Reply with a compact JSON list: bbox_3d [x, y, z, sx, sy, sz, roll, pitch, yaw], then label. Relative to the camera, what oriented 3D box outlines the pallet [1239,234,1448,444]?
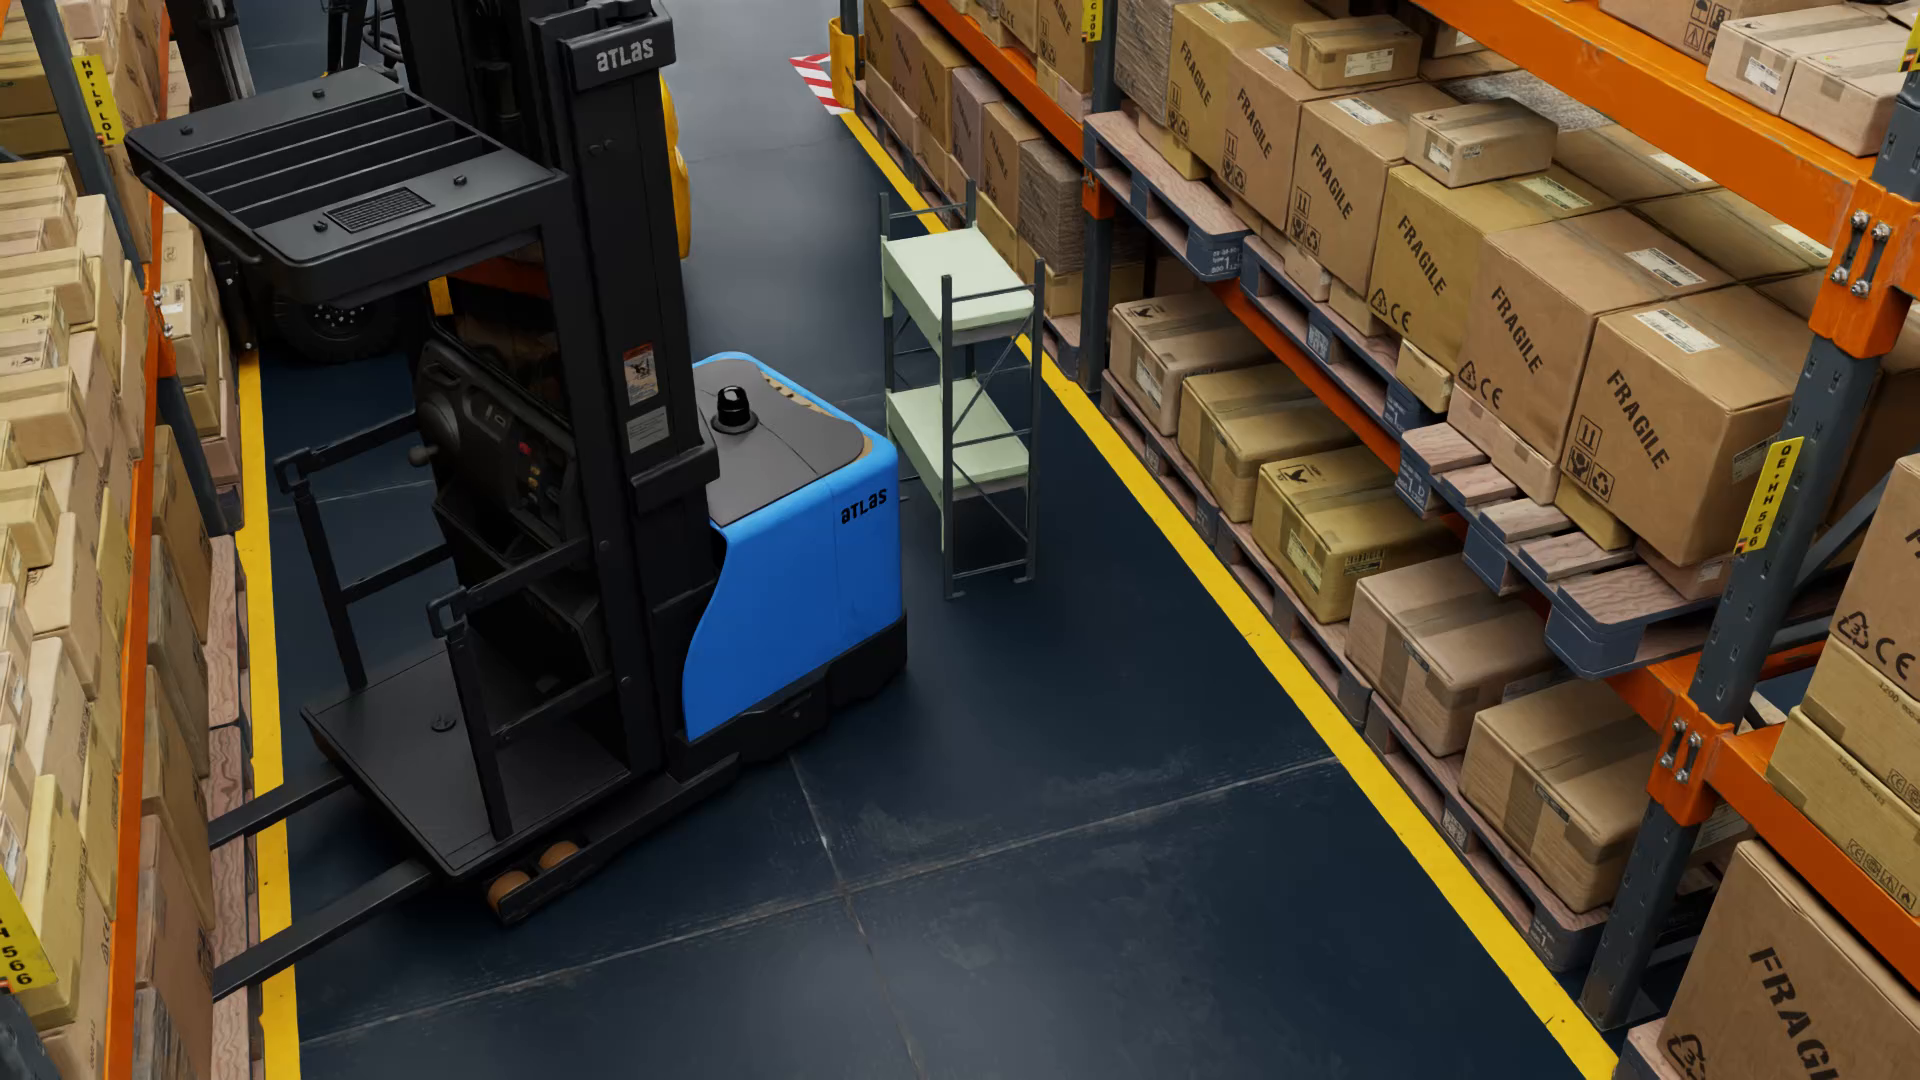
[{"bbox_3d":[1.732,-0.824,6.010,1.003,0.211,1.213,-12,39,-16],"label":"pallet"}]

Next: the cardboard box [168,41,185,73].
[{"bbox_3d":[-4.509,-2.554,9.252,0.500,0.250,0.500,-11,38,-14],"label":"cardboard box"}]

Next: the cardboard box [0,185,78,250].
[{"bbox_3d":[-3.152,-1.031,5.503,0.380,0.149,0.250,-13,39,-17],"label":"cardboard box"}]

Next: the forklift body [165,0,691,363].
[{"bbox_3d":[-2.595,-2.248,8.447,2.313,2.155,1.214,-12,39,-16],"label":"forklift body"}]

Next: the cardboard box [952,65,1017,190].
[{"bbox_3d":[0.266,-2.273,9.088,0.500,0.500,0.500,-10,38,-14],"label":"cardboard box"}]

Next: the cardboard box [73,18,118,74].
[{"bbox_3d":[-3.668,-1.996,6.785,0.380,0.149,0.250,-12,39,-15],"label":"cardboard box"}]

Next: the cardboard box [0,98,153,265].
[{"bbox_3d":[-3.492,-1.365,6.487,0.500,0.500,0.500,-13,39,-17],"label":"cardboard box"}]

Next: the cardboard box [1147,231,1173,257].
[{"bbox_3d":[1.126,-1.809,8.471,0.500,0.500,0.500,-11,38,-14],"label":"cardboard box"}]

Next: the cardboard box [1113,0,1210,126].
[{"bbox_3d":[0.967,-2.053,6.803,0.500,0.500,0.500,-12,38,-15],"label":"cardboard box"}]

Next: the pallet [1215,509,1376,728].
[{"bbox_3d":[1.768,0.193,6.818,1.003,0.211,1.213,-12,39,-16],"label":"pallet"}]

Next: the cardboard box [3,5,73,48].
[{"bbox_3d":[-3.686,-1.951,6.478,0.380,0.149,0.250,-13,39,-17],"label":"cardboard box"}]

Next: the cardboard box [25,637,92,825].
[{"bbox_3d":[-2.302,0.515,3.783,0.500,0.250,0.500,-11,38,-15],"label":"cardboard box"}]

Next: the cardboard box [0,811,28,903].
[{"bbox_3d":[-2.041,0.699,3.207,0.380,0.149,0.250,-11,38,-15],"label":"cardboard box"}]

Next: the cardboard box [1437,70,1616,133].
[{"bbox_3d":[1.974,-1.295,5.797,0.500,0.500,0.500,-14,39,-18],"label":"cardboard box"}]

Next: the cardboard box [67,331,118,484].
[{"bbox_3d":[-2.821,-0.357,4.940,0.500,0.250,0.500,-12,39,-15],"label":"cardboard box"}]

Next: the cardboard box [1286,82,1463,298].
[{"bbox_3d":[1.484,-1.200,5.671,0.500,0.500,0.500,-14,39,-18],"label":"cardboard box"}]

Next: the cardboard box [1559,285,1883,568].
[{"bbox_3d":[2.034,-0.317,4.498,0.500,0.500,0.500,-14,39,-17],"label":"cardboard box"}]

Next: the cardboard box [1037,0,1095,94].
[{"bbox_3d":[0.689,-2.409,7.625,0.500,0.500,0.500,-13,39,-17],"label":"cardboard box"}]

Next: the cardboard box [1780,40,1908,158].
[{"bbox_3d":[2.146,-1.023,3.831,0.380,0.149,0.250,-12,39,-16],"label":"cardboard box"}]

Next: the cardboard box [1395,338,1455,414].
[{"bbox_3d":[1.642,-0.561,5.361,0.380,0.149,0.250,-12,39,-15],"label":"cardboard box"}]

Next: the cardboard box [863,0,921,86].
[{"bbox_3d":[-0.275,-3.153,10.256,0.500,0.500,0.500,-14,39,-17],"label":"cardboard box"}]

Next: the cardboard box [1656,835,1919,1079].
[{"bbox_3d":[2.611,1.297,4.451,0.875,0.875,0.875,-13,39,-16],"label":"cardboard box"}]

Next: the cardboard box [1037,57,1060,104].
[{"bbox_3d":[0.586,-2.208,7.897,0.380,0.149,0.250,-12,39,-15],"label":"cardboard box"}]

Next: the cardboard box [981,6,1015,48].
[{"bbox_3d":[0.326,-2.642,8.473,0.380,0.149,0.250,-13,39,-17],"label":"cardboard box"}]

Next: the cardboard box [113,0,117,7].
[{"bbox_3d":[-3.960,-2.432,7.363,0.380,0.149,0.250,-13,39,-17],"label":"cardboard box"}]

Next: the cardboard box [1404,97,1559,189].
[{"bbox_3d":[1.624,-1.242,5.188,0.380,0.149,0.250,-14,39,-18],"label":"cardboard box"}]

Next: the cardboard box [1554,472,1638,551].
[{"bbox_3d":[1.958,-0.131,4.791,0.380,0.149,0.250,-12,39,-15],"label":"cardboard box"}]

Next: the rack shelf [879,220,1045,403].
[{"bbox_3d":[-0.002,-0.915,6.569,0.431,0.370,0.720,-12,39,-16],"label":"rack shelf"}]

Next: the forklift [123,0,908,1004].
[{"bbox_3d":[-1.624,-0.253,5.150,3.031,2.935,1.130,-29,46,-33],"label":"forklift"}]

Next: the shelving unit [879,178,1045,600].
[{"bbox_3d":[-0.002,-0.603,6.804,0.431,1.500,0.755,-12,39,-16],"label":"shelving unit"}]

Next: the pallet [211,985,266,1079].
[{"bbox_3d":[-2.454,1.880,4.579,1.003,0.211,1.213,-12,39,-16],"label":"pallet"}]

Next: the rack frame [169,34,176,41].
[{"bbox_3d":[-4.961,-3.280,9.112,1.000,3.000,0.127,-12,39,-16],"label":"rack frame"}]

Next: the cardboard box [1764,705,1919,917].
[{"bbox_3d":[2.384,0.597,4.088,0.500,0.250,0.500,-13,39,-17],"label":"cardboard box"}]

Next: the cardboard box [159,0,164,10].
[{"bbox_3d":[-4.545,-3.097,8.785,0.500,0.500,0.500,-13,39,-17],"label":"cardboard box"}]

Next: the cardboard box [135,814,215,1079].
[{"bbox_3d":[-2.642,1.297,4.660,0.875,0.625,0.625,-11,38,-14],"label":"cardboard box"}]

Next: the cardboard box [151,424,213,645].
[{"bbox_3d":[-3.394,0.052,6.312,0.875,0.625,0.625,-11,38,-14],"label":"cardboard box"}]

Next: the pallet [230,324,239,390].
[{"bbox_3d":[-4.242,-1.055,8.475,1.003,0.211,1.213,-12,39,-16],"label":"pallet"}]

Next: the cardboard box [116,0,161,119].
[{"bbox_3d":[-4.015,-2.231,7.635,0.500,0.500,0.500,-12,39,-16],"label":"cardboard box"}]

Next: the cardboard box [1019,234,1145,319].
[{"bbox_3d":[0.619,-1.398,8.550,0.500,0.250,0.500,-11,38,-14],"label":"cardboard box"}]

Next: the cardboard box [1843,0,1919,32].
[{"bbox_3d":[2.415,-1.293,4.092,0.396,0.266,0.258,-12,39,-16],"label":"cardboard box"}]

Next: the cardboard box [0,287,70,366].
[{"bbox_3d":[-2.871,-0.600,4.931,0.380,0.149,0.250,-13,39,-17],"label":"cardboard box"}]

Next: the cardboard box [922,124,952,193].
[{"bbox_3d":[0.085,-2.271,9.708,0.500,0.250,0.500,-10,38,-13],"label":"cardboard box"}]

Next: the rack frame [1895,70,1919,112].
[{"bbox_3d":[2.452,-2.187,2.674,1.000,3.000,0.127,-12,39,-16],"label":"rack frame"}]

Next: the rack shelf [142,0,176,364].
[{"bbox_3d":[-4.272,-1.863,7.828,1.077,0.370,4.000,-12,39,-16],"label":"rack shelf"}]

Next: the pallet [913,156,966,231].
[{"bbox_3d":[0.387,-1.999,9.729,1.003,0.211,1.213,-12,39,-16],"label":"pallet"}]

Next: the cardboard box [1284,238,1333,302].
[{"bbox_3d":[1.391,-0.998,5.942,0.380,0.149,0.250,-11,38,-14],"label":"cardboard box"}]

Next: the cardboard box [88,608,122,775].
[{"bbox_3d":[-2.483,0.423,4.320,0.500,0.250,0.500,-14,39,-17],"label":"cardboard box"}]

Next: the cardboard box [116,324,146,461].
[{"bbox_3d":[-2.987,-0.448,5.476,0.500,0.250,0.500,-13,39,-16],"label":"cardboard box"}]

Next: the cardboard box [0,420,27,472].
[{"bbox_3d":[-2.675,-0.155,4.341,0.380,0.149,0.250,-12,39,-16],"label":"cardboard box"}]

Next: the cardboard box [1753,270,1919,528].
[{"bbox_3d":[2.514,-0.420,4.635,0.500,0.500,0.500,-14,39,-17],"label":"cardboard box"}]

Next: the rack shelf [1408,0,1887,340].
[{"bbox_3d":[1.763,-1.832,5.293,1.077,0.370,4.000,-12,39,-16],"label":"rack shelf"}]

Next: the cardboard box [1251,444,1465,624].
[{"bbox_3d":[1.749,-0.075,6.692,0.950,0.372,0.625,-11,38,-14],"label":"cardboard box"}]

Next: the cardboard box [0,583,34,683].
[{"bbox_3d":[-2.348,0.263,3.785,0.380,0.149,0.250,-12,39,-15],"label":"cardboard box"}]

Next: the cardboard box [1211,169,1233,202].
[{"bbox_3d":[1.216,-1.453,6.546,0.380,0.149,0.250,-10,38,-13],"label":"cardboard box"}]

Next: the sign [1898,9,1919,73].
[{"bbox_3d":[1.941,-1.084,3.274,0.100,0.325,0.005,-12,39,-16],"label":"sign"}]

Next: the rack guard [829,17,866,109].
[{"bbox_3d":[-0.275,-3.269,11.174,1.175,0.500,0.348,-12,39,-16],"label":"rack guard"}]

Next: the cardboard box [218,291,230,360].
[{"bbox_3d":[-3.820,-1.003,8.024,0.500,0.250,0.500,-12,39,-15],"label":"cardboard box"}]

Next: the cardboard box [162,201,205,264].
[{"bbox_3d":[-3.804,-1.398,7.717,0.500,0.250,0.500,-11,38,-14],"label":"cardboard box"}]

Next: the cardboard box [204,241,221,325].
[{"bbox_3d":[-3.798,-1.198,7.868,0.500,0.250,0.500,-13,39,-16],"label":"cardboard box"}]
